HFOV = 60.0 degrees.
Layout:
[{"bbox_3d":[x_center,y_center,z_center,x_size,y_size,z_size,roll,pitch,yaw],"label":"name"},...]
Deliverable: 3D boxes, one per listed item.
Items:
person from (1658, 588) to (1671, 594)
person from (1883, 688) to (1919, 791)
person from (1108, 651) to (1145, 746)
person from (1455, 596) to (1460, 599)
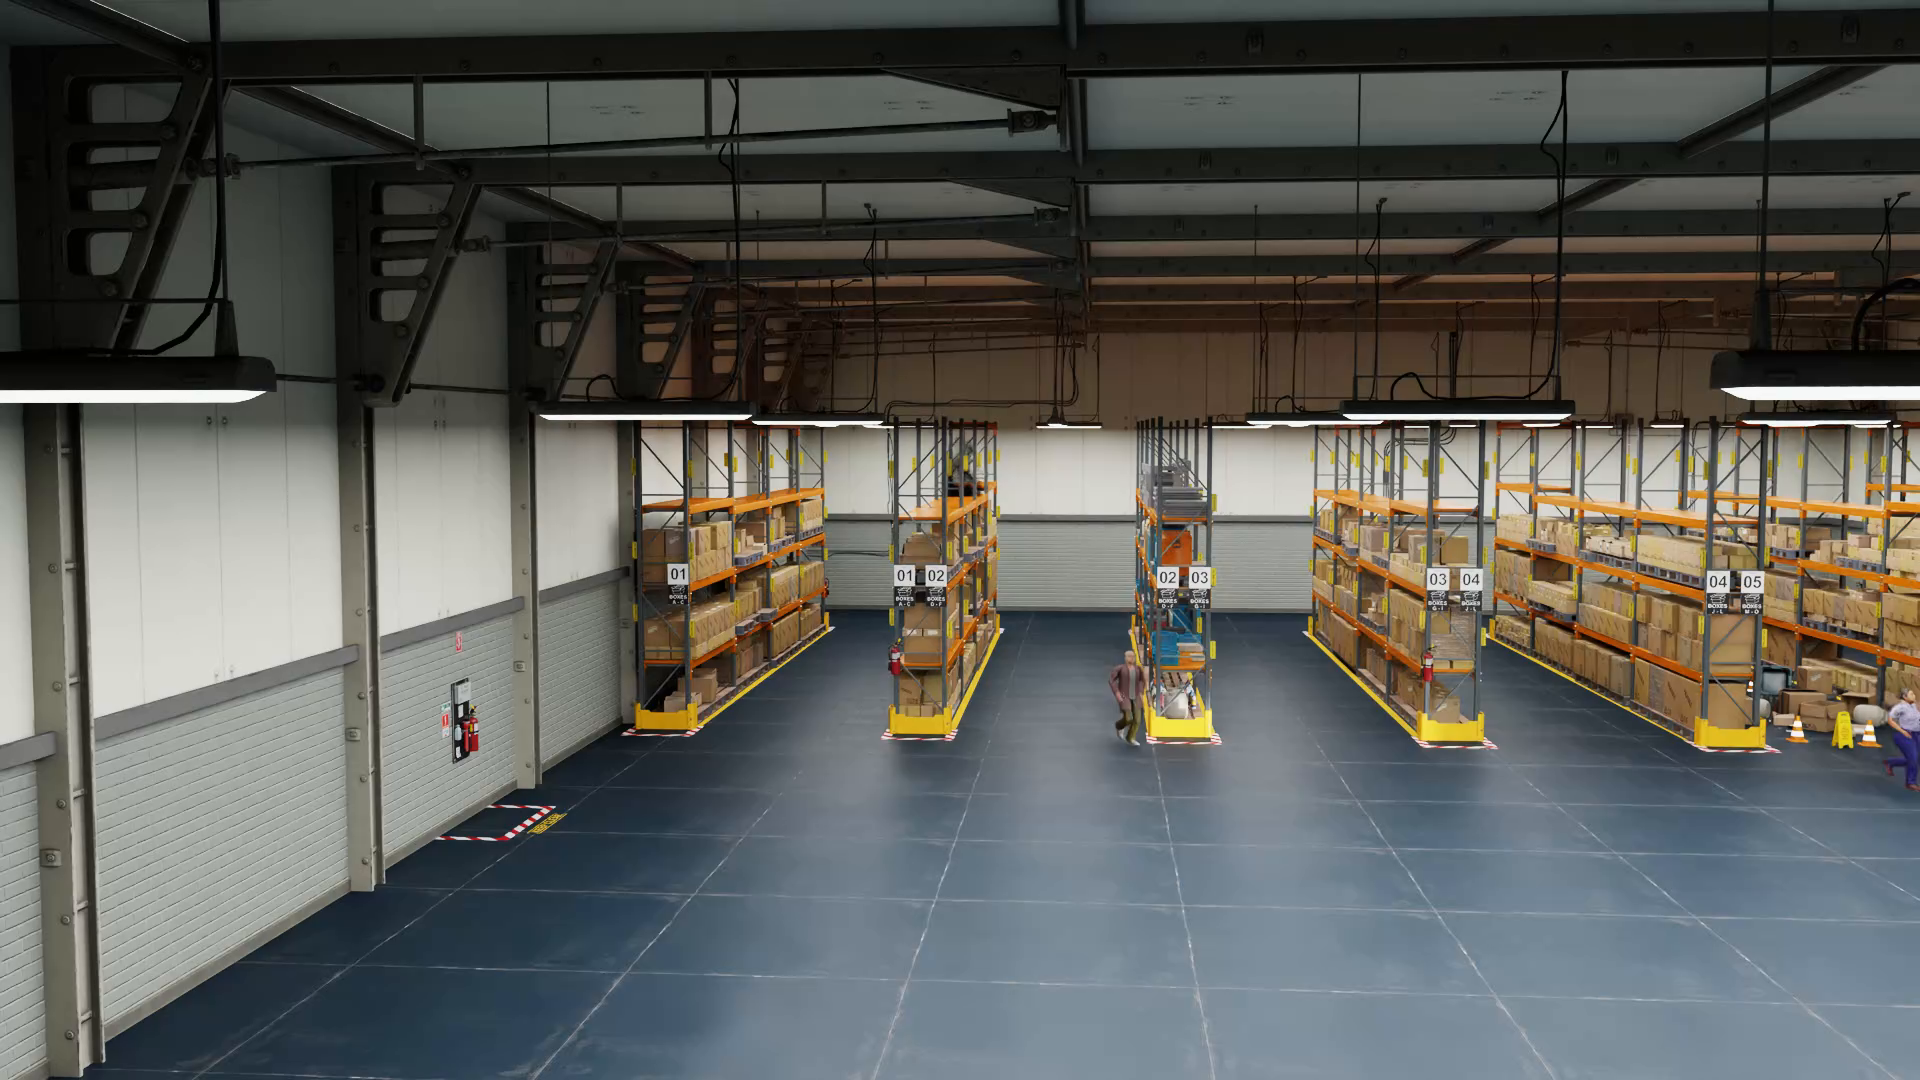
[{"bbox_3d":[20.082,1.821,47.259,0.838,1.691,0.671,1,4,11],"label":"person"},{"bbox_3d":[15.172,3.187,26.721,0.607,1.626,0.684,-3,5,-34],"label":"person"},{"bbox_3d":[3.089,2.876,30.362,0.731,1.707,0.667,-1,4,-18],"label":"person"},{"bbox_3d":[13.357,1.976,44.137,0.689,1.801,0.627,1,4,9],"label":"person"}]
